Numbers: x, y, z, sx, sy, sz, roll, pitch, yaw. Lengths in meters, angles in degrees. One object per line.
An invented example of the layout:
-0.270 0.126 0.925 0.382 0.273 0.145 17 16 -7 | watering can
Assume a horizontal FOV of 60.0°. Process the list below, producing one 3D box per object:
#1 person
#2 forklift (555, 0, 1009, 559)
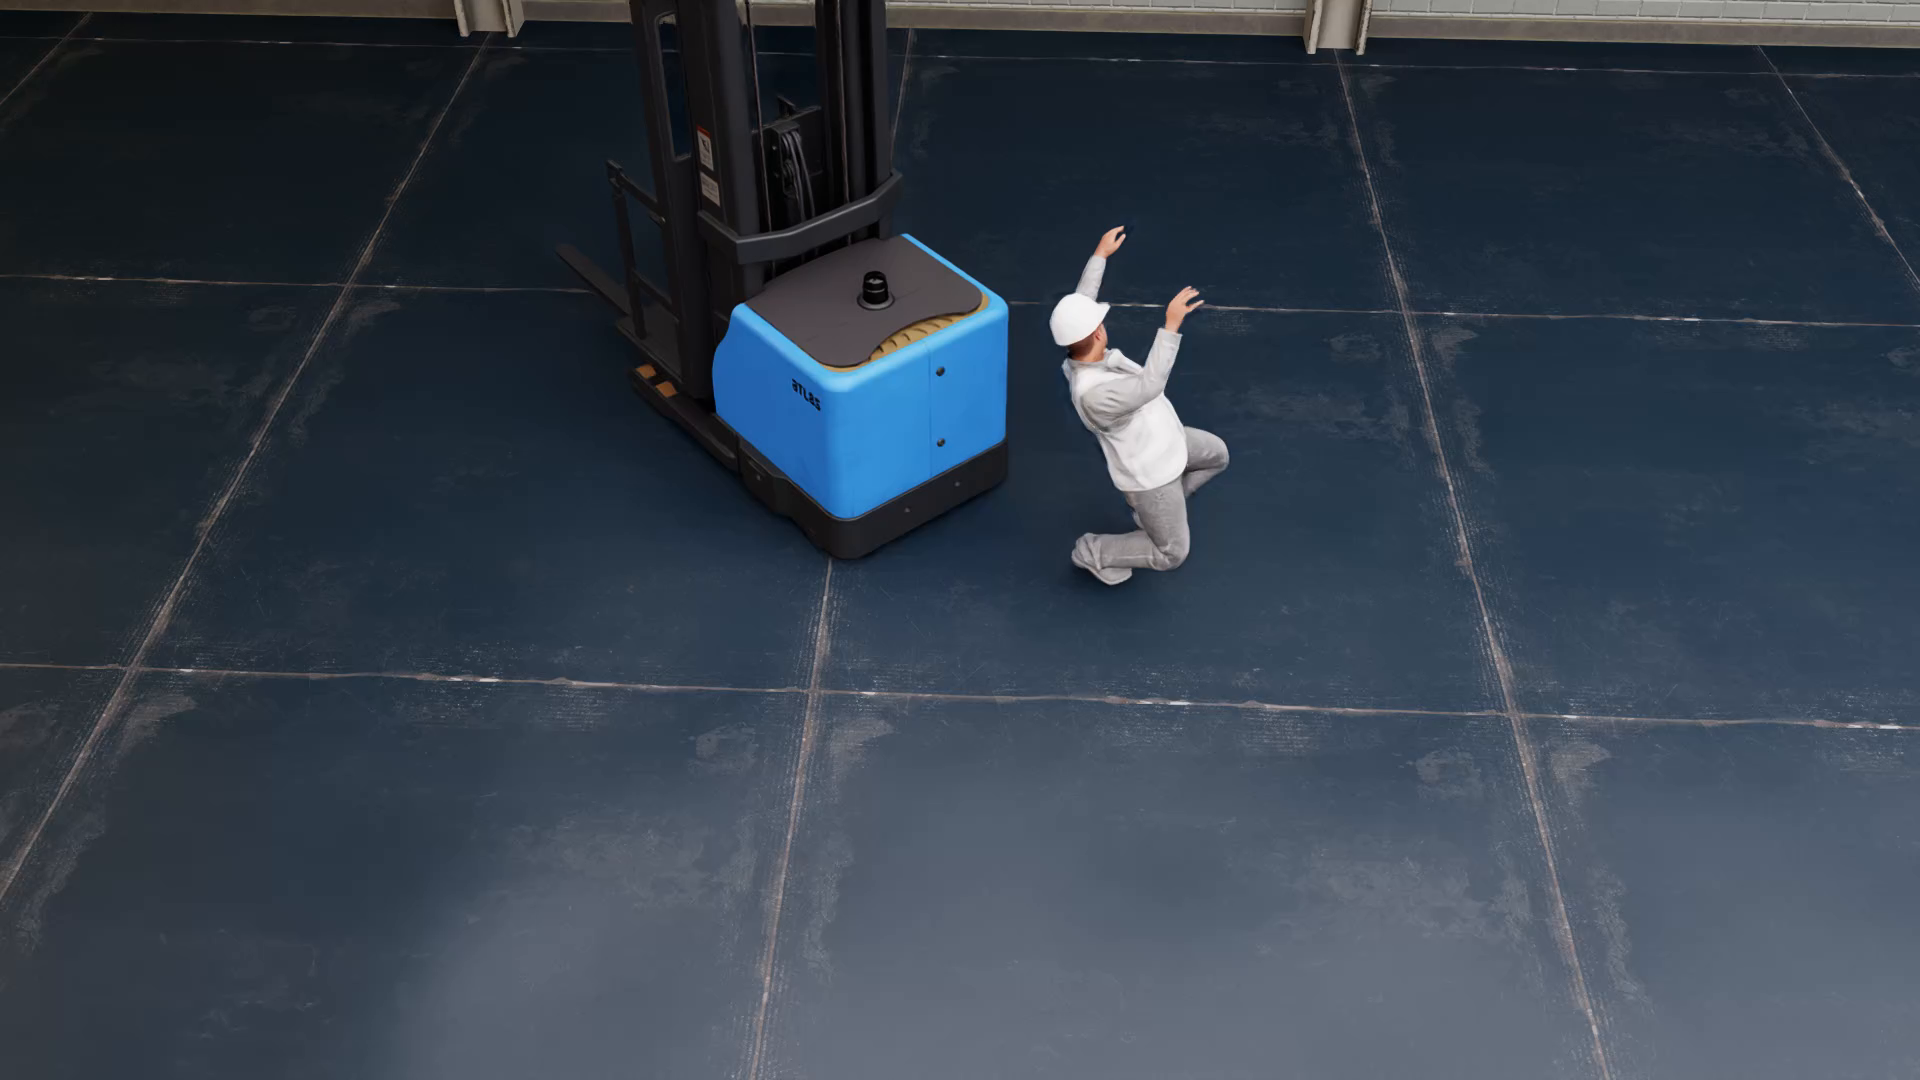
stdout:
0.806 -0.583 7.381 0.848 1.620 1.058 2 42 2 | person
-1.082 -1.927 7.853 1.130 2.935 3.031 -29 50 -28 | forklift
